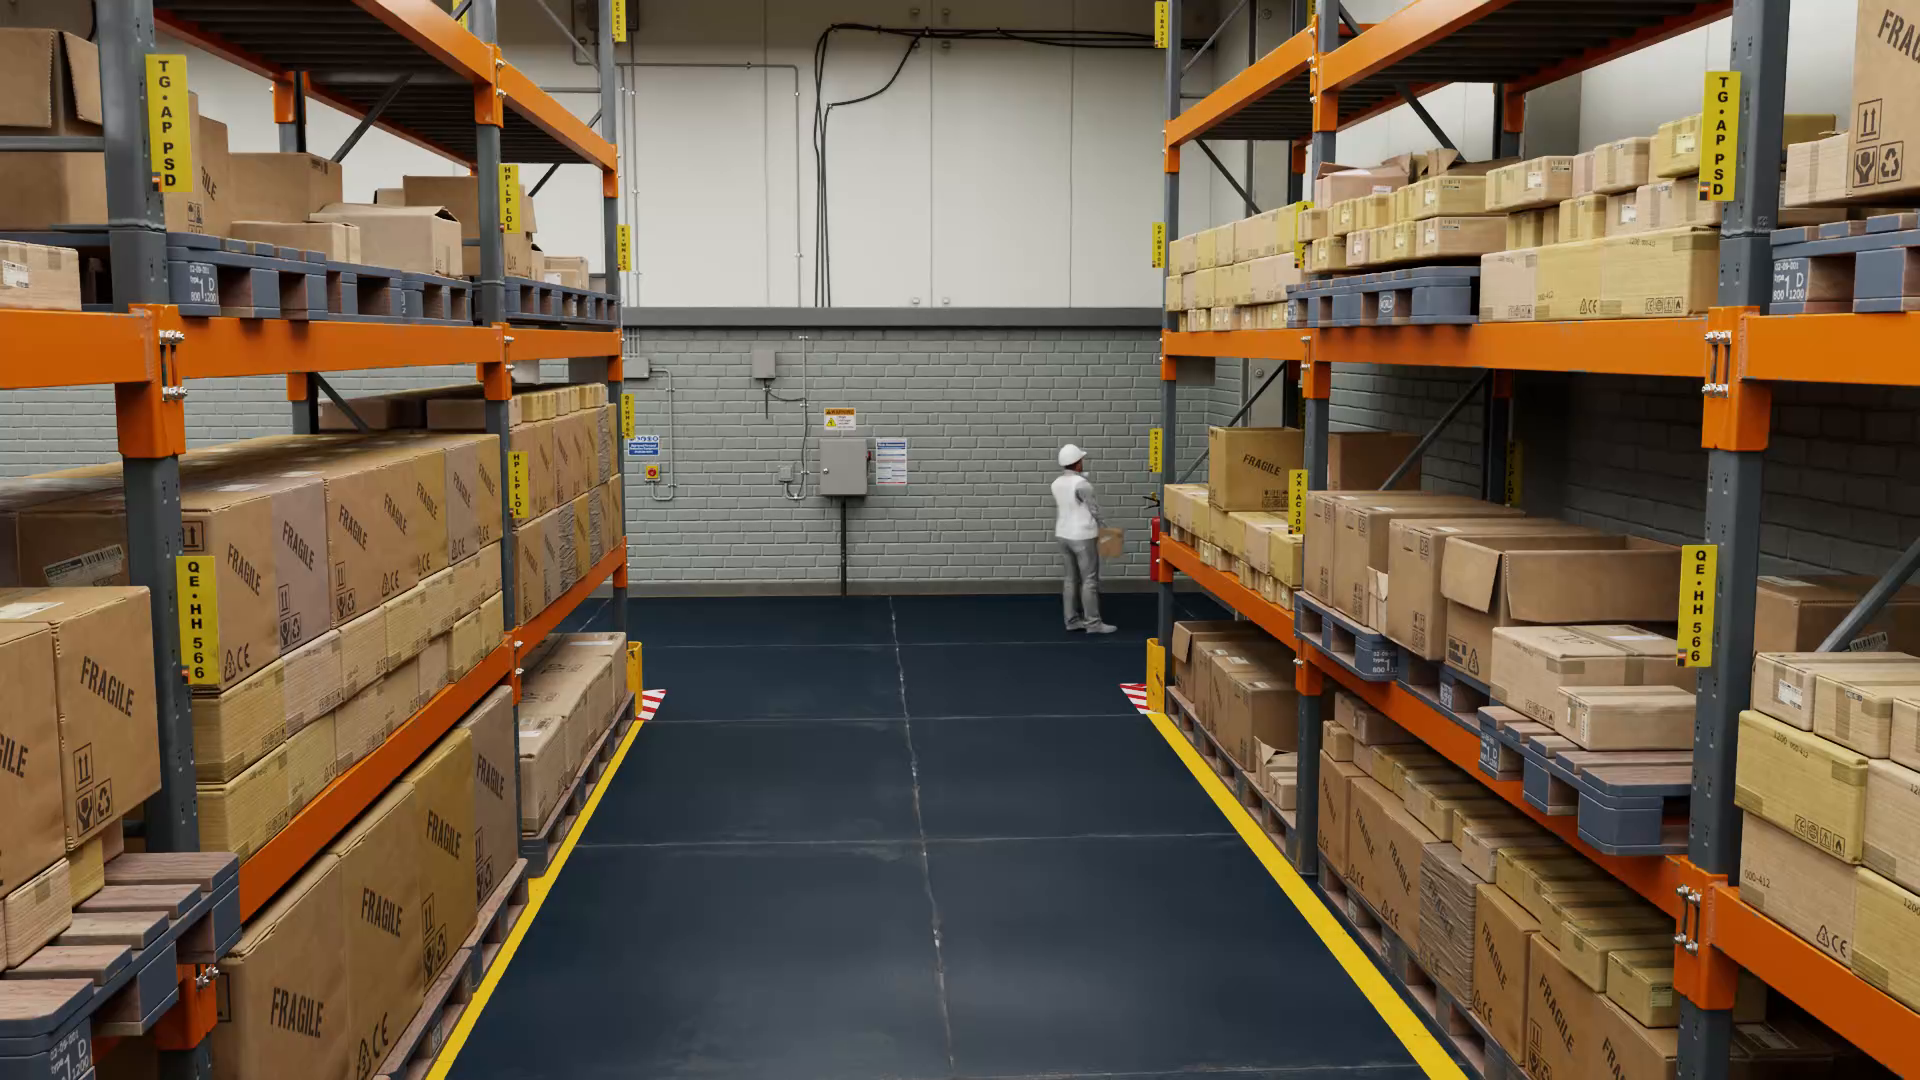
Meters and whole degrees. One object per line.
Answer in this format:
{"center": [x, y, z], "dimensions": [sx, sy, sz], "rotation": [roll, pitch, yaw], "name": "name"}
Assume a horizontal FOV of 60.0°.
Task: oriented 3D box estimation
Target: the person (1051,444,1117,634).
{"center": [1.164, -0.020, 15.750], "dimensions": [0.504, 1.780, 0.566], "rotation": [-5, 9, -37], "name": "person"}
